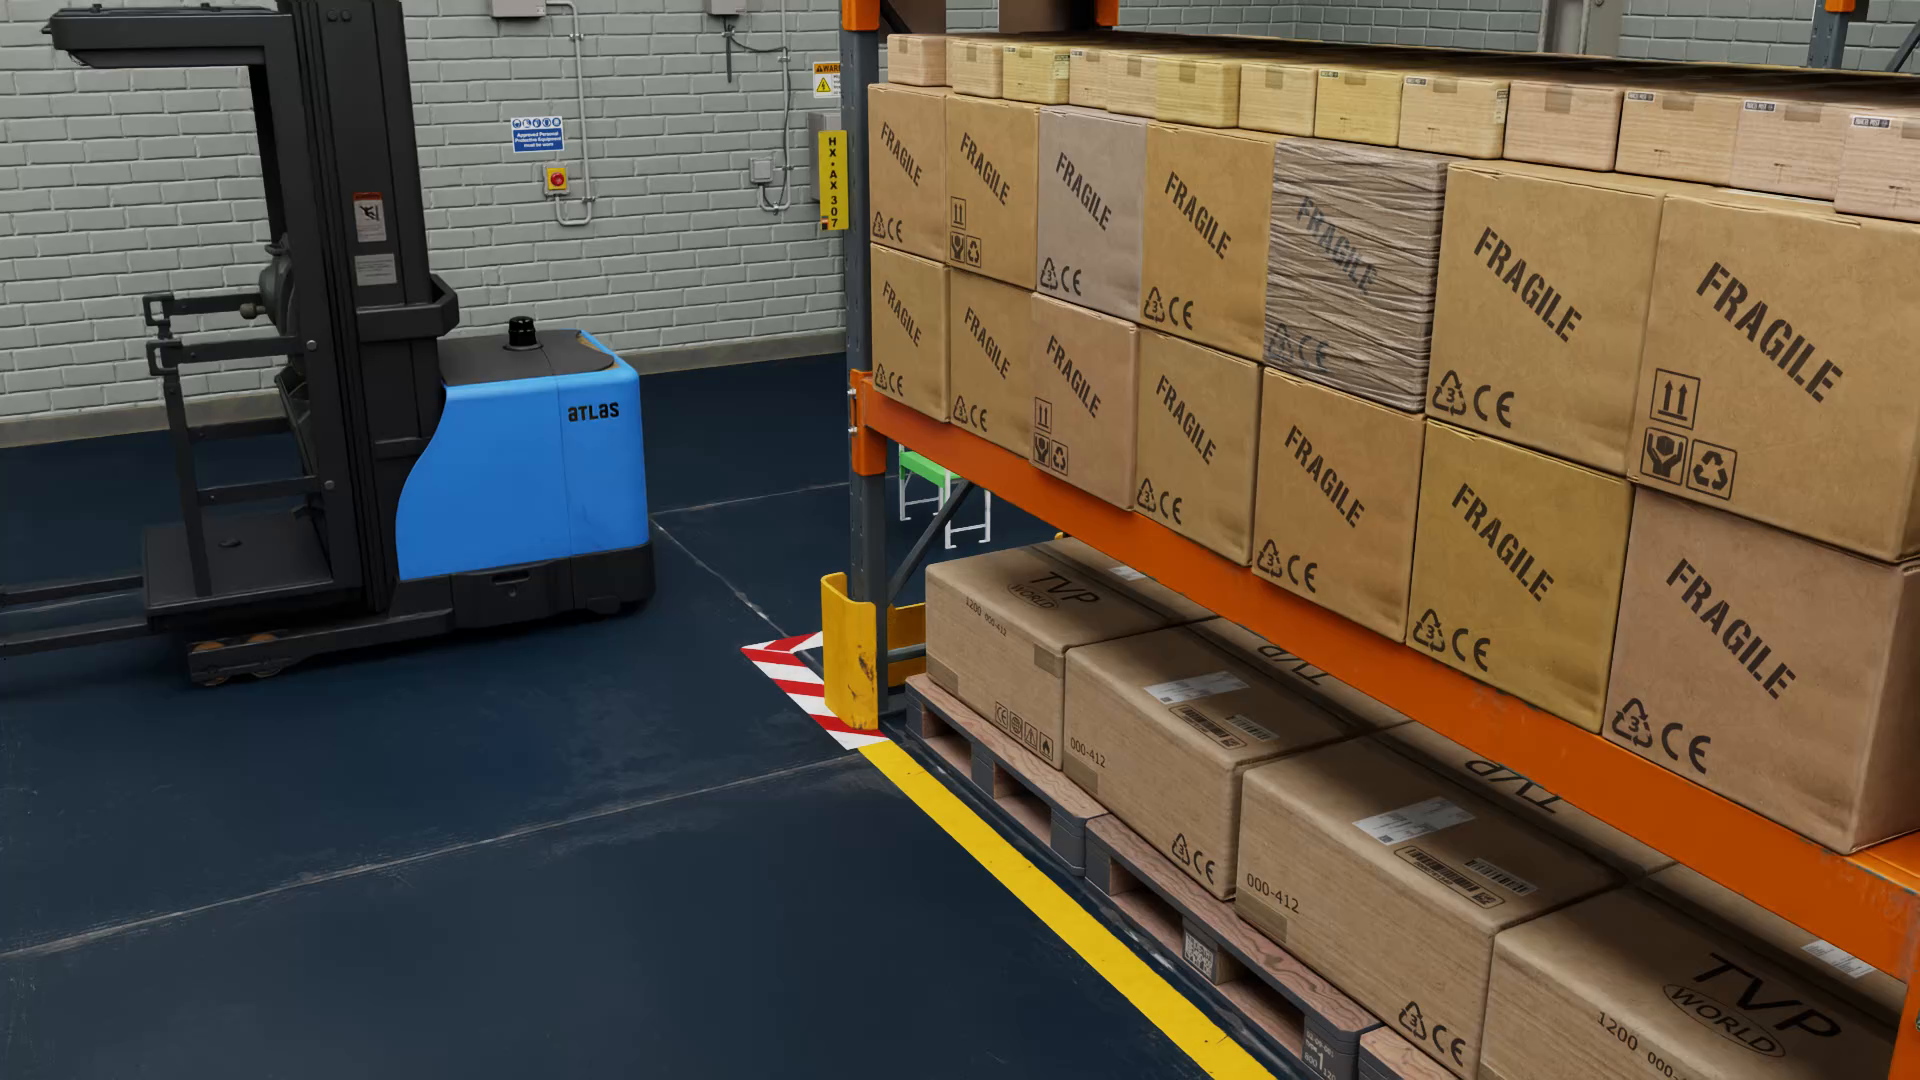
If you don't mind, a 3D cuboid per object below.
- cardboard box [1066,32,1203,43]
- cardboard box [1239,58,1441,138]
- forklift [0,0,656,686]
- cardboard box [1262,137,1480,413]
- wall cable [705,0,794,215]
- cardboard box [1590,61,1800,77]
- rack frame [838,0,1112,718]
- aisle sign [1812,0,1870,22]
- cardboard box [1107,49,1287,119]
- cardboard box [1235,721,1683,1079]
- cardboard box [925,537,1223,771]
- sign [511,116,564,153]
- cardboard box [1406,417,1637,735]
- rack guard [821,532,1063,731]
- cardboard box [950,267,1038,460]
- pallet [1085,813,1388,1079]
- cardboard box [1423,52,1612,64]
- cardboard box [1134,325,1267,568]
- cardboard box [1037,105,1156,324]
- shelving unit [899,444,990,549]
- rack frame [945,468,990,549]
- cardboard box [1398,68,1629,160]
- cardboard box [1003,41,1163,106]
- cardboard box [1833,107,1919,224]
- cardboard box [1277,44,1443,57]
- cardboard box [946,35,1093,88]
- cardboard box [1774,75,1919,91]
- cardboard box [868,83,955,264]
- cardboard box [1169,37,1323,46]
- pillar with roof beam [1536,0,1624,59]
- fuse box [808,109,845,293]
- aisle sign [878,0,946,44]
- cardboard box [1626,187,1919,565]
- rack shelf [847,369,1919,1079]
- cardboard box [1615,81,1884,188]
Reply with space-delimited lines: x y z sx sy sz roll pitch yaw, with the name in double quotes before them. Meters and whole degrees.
"cardboard box" 0.556 -1.528 5.280 0.380 0.149 0.250 -10 21 -26
"cardboard box" 0.860 -1.005 3.764 0.380 0.149 0.250 -10 21 -27
"forklift" -2.885 -1.014 6.575 3.031 2.935 1.130 -9 21 -24
"cardboard box" 1.016 -0.598 3.581 0.500 0.500 0.500 -10 21 -26
"wall cable" -1.388 -3.161 11.135 0.588 1.984 0.122 -10 21 -27
"cardboard box" 1.587 -0.951 3.609 0.380 0.149 0.250 -11 22 -28
"rack frame" 0.068 -0.842 5.974 1.000 3.000 0.127 -10 21 -27
"aisle sign" 4.144 -2.815 7.706 0.394 0.787 0.004 -10 21 -27
"cardboard box" 0.596 -1.150 4.184 0.380 0.149 0.250 -10 21 -26
"cardboard box" 1.338 0.865 4.311 0.875 0.438 0.875 -11 22 -28
"cardboard box" 0.469 0.344 5.820 0.875 0.438 0.875 -11 22 -28
"sign" -2.702 -2.595 10.640 0.327 0.218 0.001 -10 21 -27
"cardboard box" 1.273 0.018 3.327 0.500 0.500 0.500 -11 22 -28
"rack guard" 0.057 0.332 6.402 1.175 0.500 0.348 -10 21 -27
"cardboard box" 0.308 -0.567 5.021 0.500 0.500 0.500 -10 22 -27
"pallet" 1.092 1.043 4.785 1.003 0.211 1.213 -10 21 -27
"cardboard box" 1.339 -1.092 4.016 0.380 0.149 0.250 -10 21 -26
"cardboard box" 0.786 -0.277 4.181 0.500 0.500 0.500 -9 21 -25
"cardboard box" 0.548 -0.887 4.416 0.500 0.500 0.500 -10 21 -27
"shelving unit" -0.079 -0.615 8.073 0.258 1.200 0.503 -10 21 -27
"rack frame" 0.037 -0.545 7.870 0.240 1.200 0.015 -10 21 -27
"cardboard box" 1.115 -0.862 3.349 0.380 0.149 0.250 -10 21 -27
"cardboard box" 0.343 -1.295 4.605 0.380 0.149 0.250 -11 22 -28
"cardboard box" 1.541 -0.560 2.475 0.380 0.149 0.250 -10 22 -28
"cardboard box" 1.069 -1.239 4.443 0.380 0.149 0.250 -9 21 -25
"cardboard box" 0.180 -1.460 5.083 0.380 0.149 0.250 -9 21 -25
"cardboard box" 1.751 -0.790 3.140 0.380 0.149 0.250 -10 22 -27
"cardboard box" 0.045 -1.180 5.268 0.500 0.500 0.500 -11 22 -28
"cardboard box" 0.836 -1.388 4.875 0.380 0.149 0.250 -9 21 -25
"pillar with roof beam" 0.159 -4.695 7.942 9.100 9.000 0.400 -10 21 -27
"fuse box" -0.712 -2.132 11.687 0.539 1.711 0.414 -10 21 -27
"aisle sign" -0.221 -2.047 5.480 0.394 0.787 0.004 -10 21 -27
"cardboard box" 1.500 -0.307 2.736 0.500 0.500 0.500 -10 21 -27
"rack shelf" 1.018 0.072 4.428 1.077 0.370 4.000 -10 21 -27
"cardboard box" 1.402 -0.725 2.955 0.380 0.149 0.250 -10 21 -27
